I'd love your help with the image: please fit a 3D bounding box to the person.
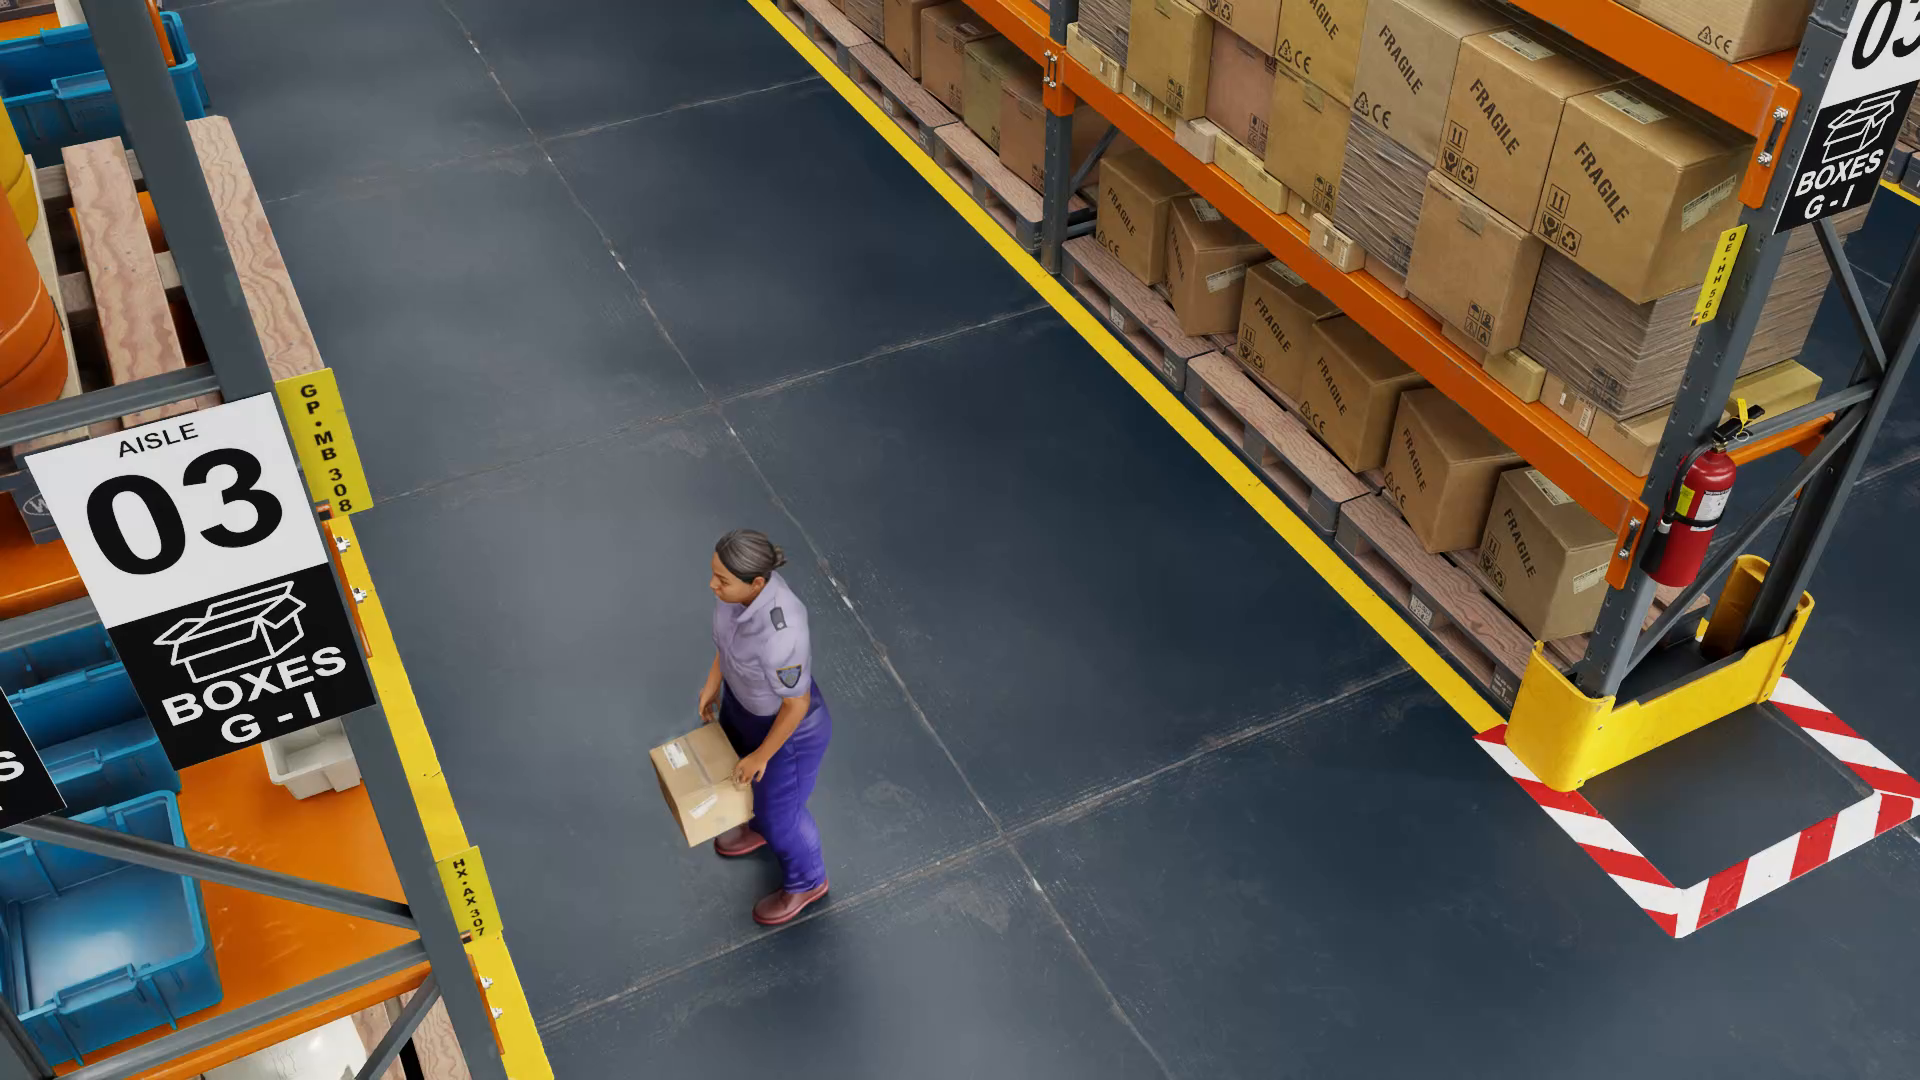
[{"bbox_3d":[-0.642,0.584,5.502,0.372,1.656,0.519,-20,45,-21],"label":"person"}]
